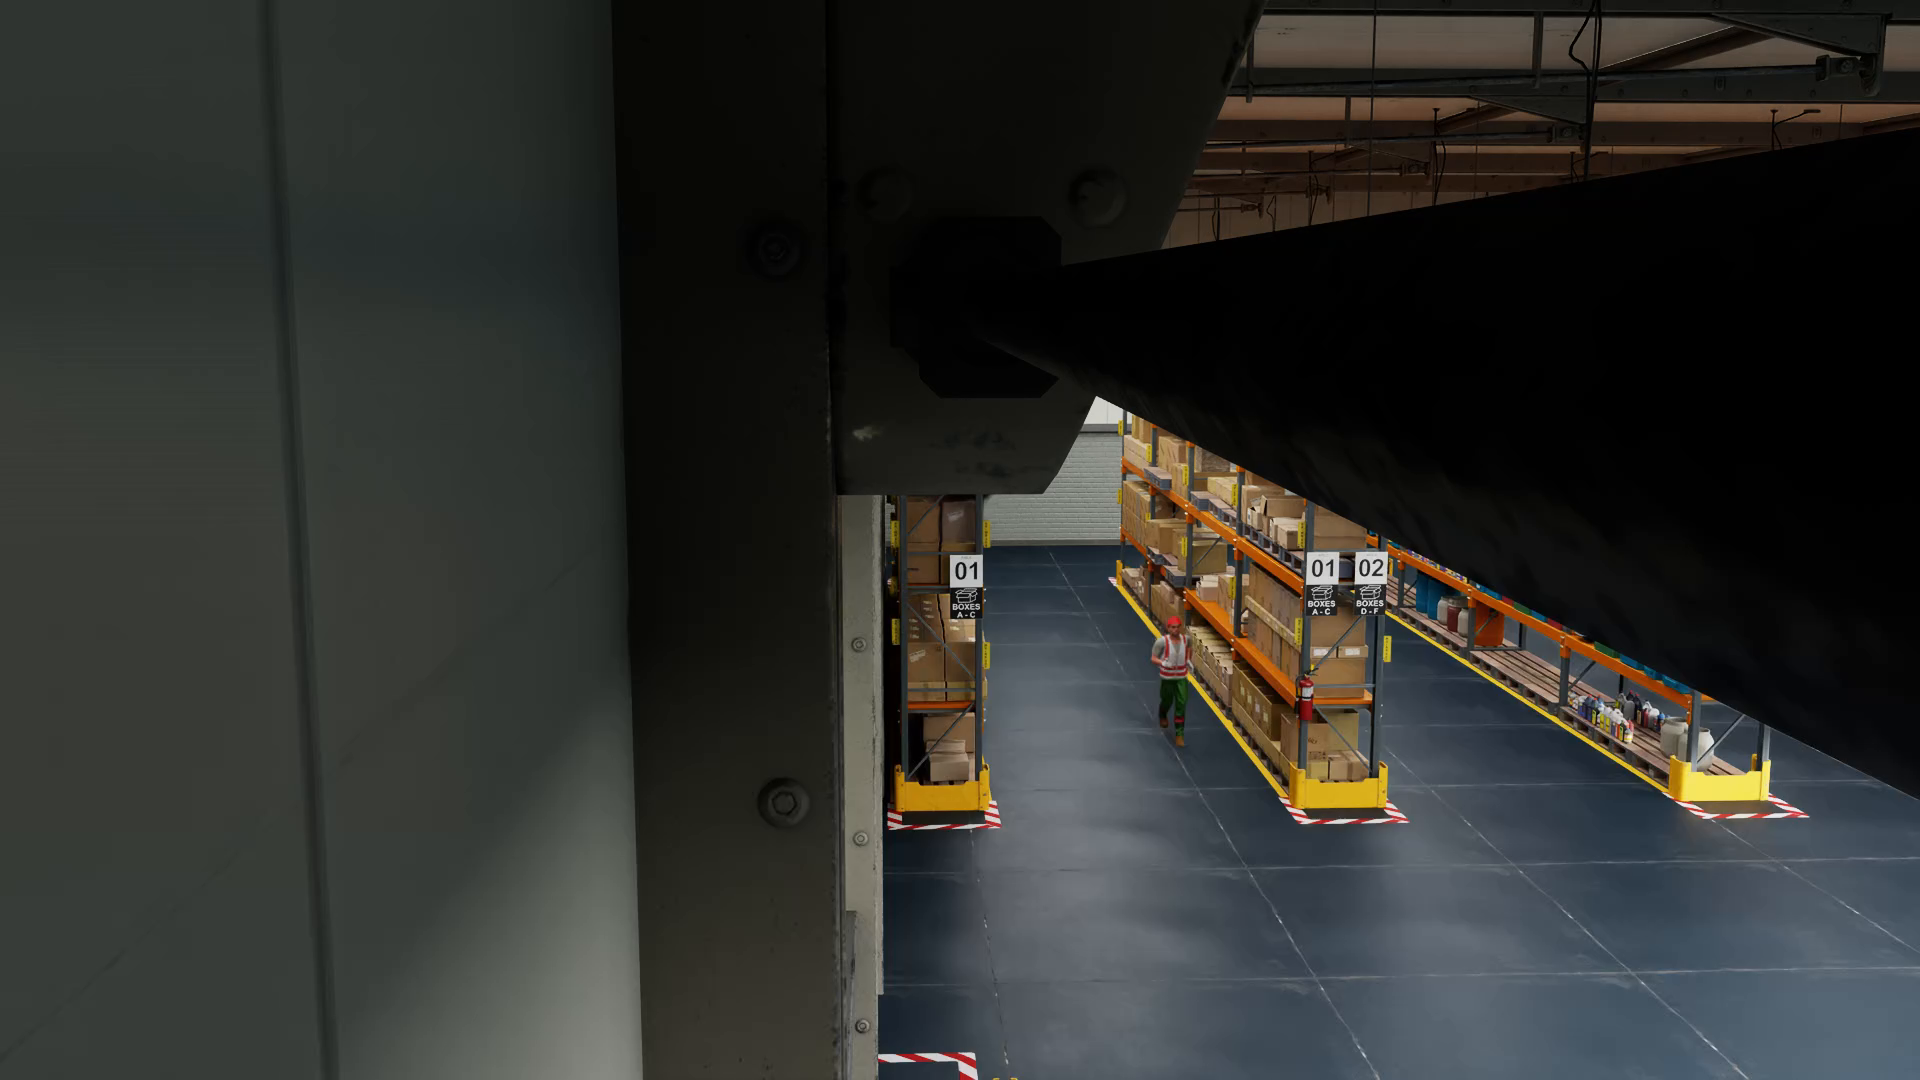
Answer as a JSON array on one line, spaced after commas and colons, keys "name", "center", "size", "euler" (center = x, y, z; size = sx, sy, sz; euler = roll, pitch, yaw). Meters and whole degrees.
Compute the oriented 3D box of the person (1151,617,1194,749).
[{"name": "person", "center": [3.028, 1.969, 23.654], "size": [0.655, 1.811, 0.983], "euler": [-1, 8, -6]}]
